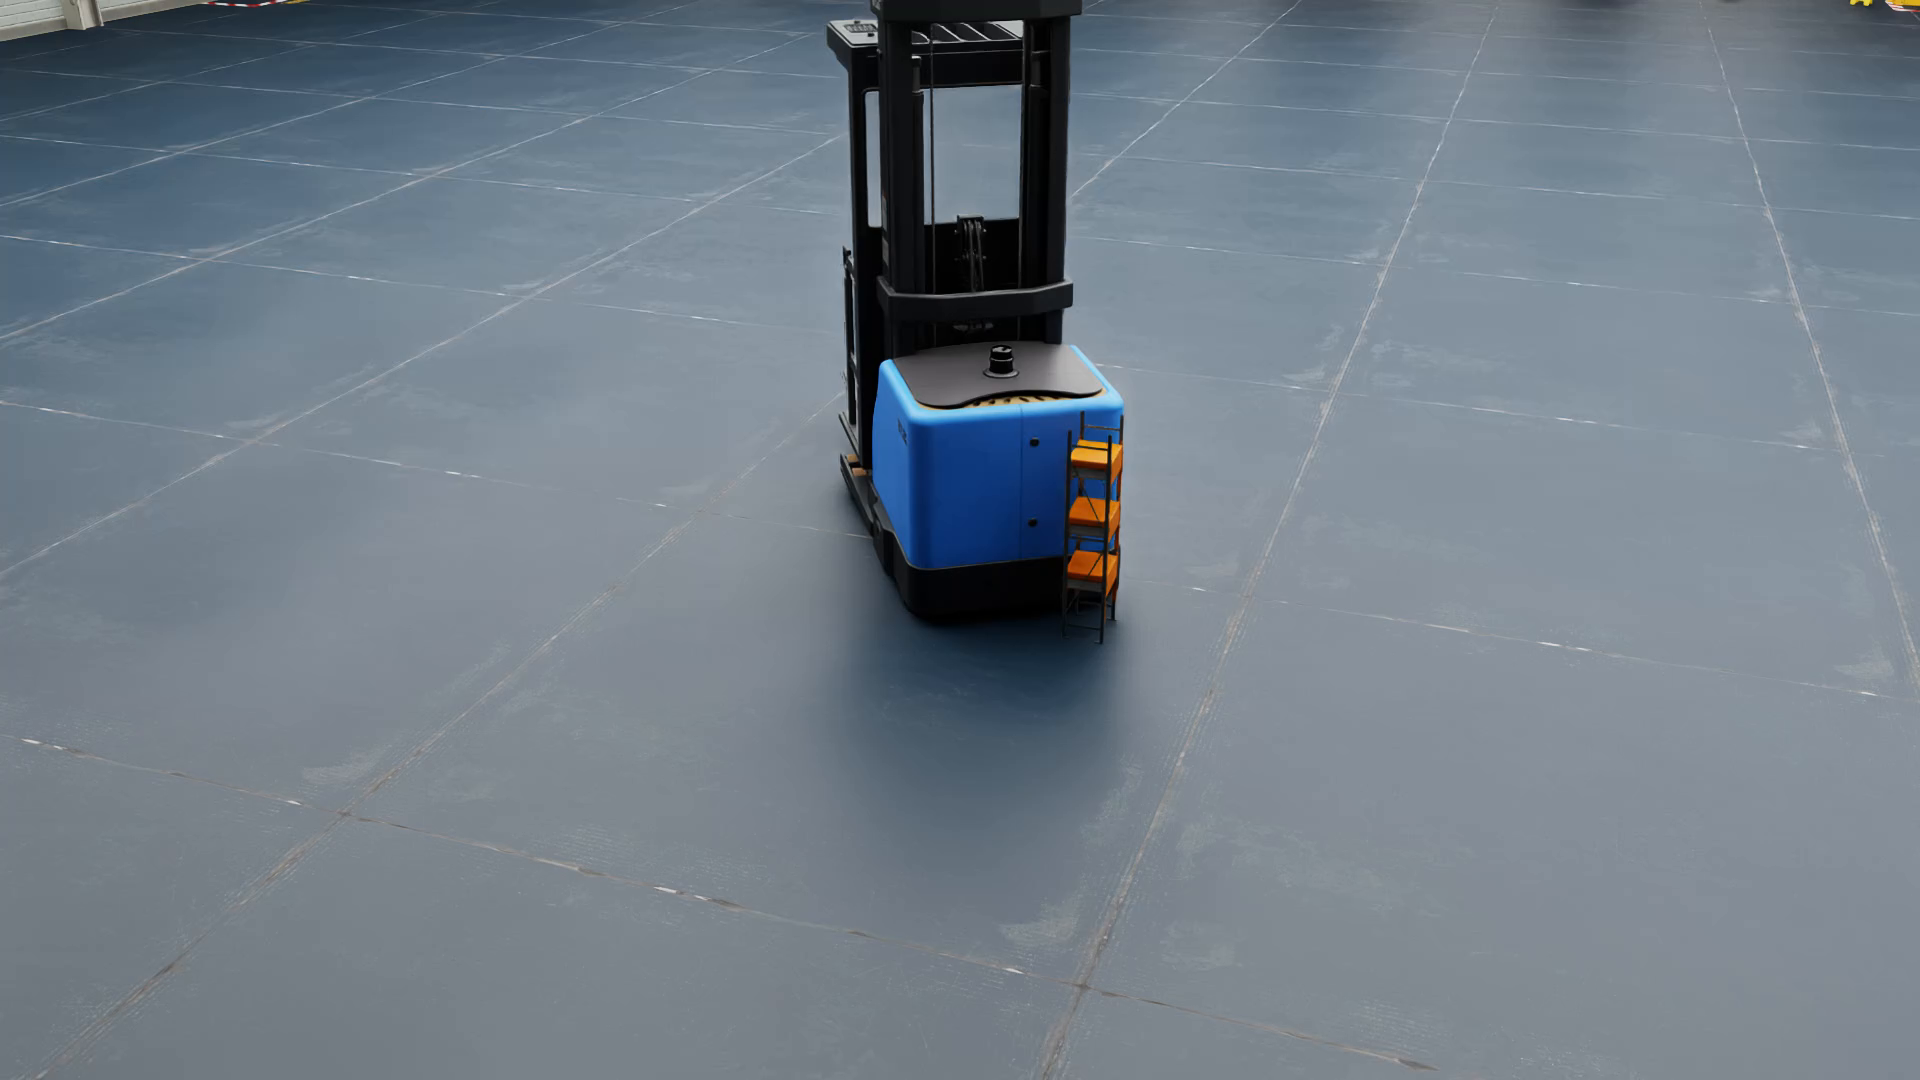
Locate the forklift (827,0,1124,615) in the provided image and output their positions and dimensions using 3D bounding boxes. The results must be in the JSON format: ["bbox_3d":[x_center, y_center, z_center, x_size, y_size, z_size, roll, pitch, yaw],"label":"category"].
[{"bbox_3d":[-0.056,-1.585,8.661,1.130,2.935,3.031,-6,26,-12],"label":"forklift"}]

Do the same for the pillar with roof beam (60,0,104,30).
[{"bbox_3d":[-8.619,-10.860,20.853,9.100,9.000,0.400,9,27,17],"label":"pillar with roof beam"}]

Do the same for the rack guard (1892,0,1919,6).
[{"bbox_3d":[15.281,-8.616,25.972,1.175,0.500,0.348,9,27,17],"label":"rack guard"}]

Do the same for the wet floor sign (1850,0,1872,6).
[{"bbox_3d":[14.184,-8.727,26.035,0.267,0.644,0.232,20,32,35],"label":"wet floor sign"}]

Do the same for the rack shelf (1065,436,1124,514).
[{"bbox_3d":[0.608,-0.297,7.532,0.215,0.259,0.240,8,27,15],"label":"rack shelf"}]

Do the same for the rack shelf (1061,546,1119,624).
[{"bbox_3d":[0.608,0.209,7.776,0.215,0.259,0.240,8,27,15],"label":"rack shelf"}]

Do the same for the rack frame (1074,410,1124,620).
[{"bbox_3d":[0.644,-0.102,7.756,0.200,1.050,0.008,8,27,15],"label":"rack frame"}]

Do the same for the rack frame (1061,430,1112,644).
[{"bbox_3d":[0.572,0.000,7.546,0.200,1.050,0.008,8,27,15],"label":"rack frame"}]

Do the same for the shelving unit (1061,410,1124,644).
[{"bbox_3d":[0.608,-0.051,7.651,0.215,1.050,0.252,8,27,15],"label":"shelving unit"}]

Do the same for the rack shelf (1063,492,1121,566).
[{"bbox_3d":[0.608,-0.042,7.655,0.215,0.259,0.240,8,27,15],"label":"rack shelf"}]
